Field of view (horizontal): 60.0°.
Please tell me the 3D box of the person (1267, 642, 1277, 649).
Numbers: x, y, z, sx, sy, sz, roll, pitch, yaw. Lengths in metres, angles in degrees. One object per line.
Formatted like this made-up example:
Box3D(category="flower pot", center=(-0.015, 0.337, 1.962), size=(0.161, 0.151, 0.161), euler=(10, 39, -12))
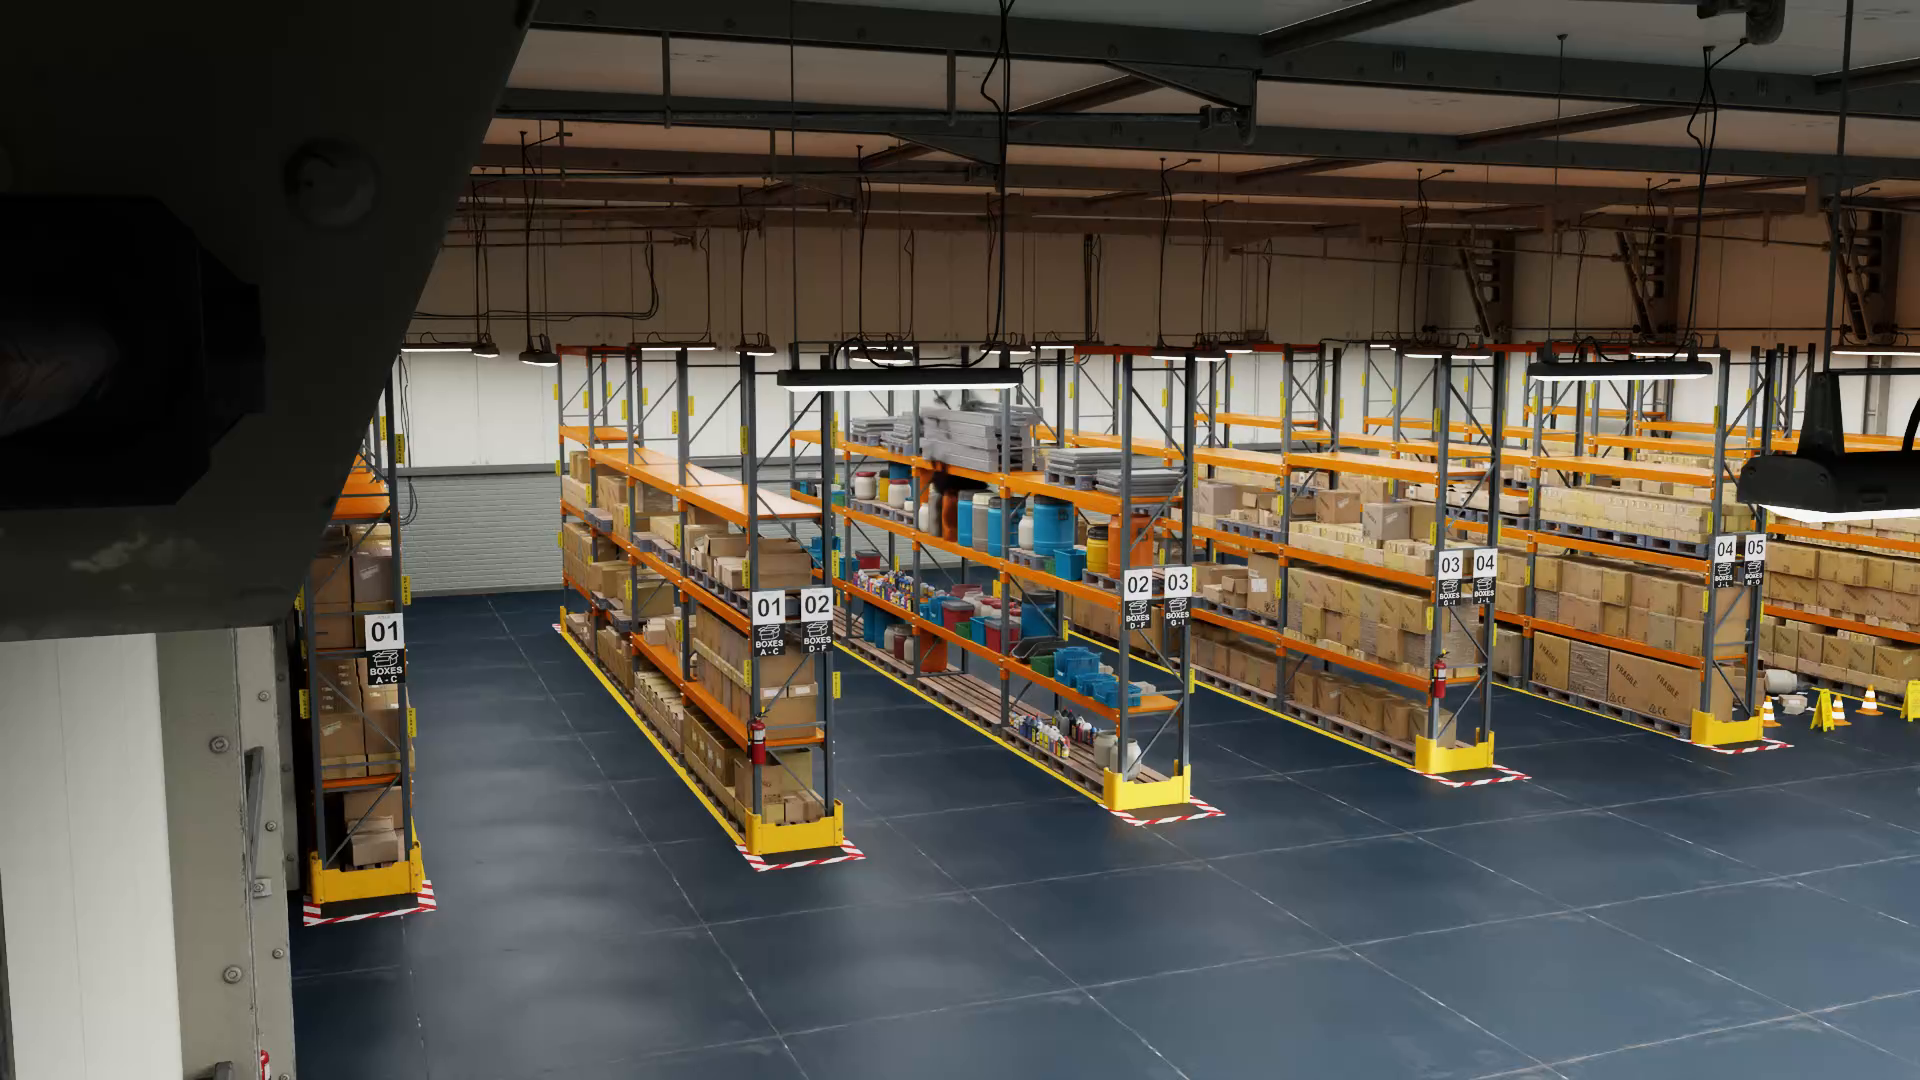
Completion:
Box3D(category="person", center=(6.055, 1.488, 31.414), size=(0.692, 1.836, 0.820), euler=(-4, 8, -27))
